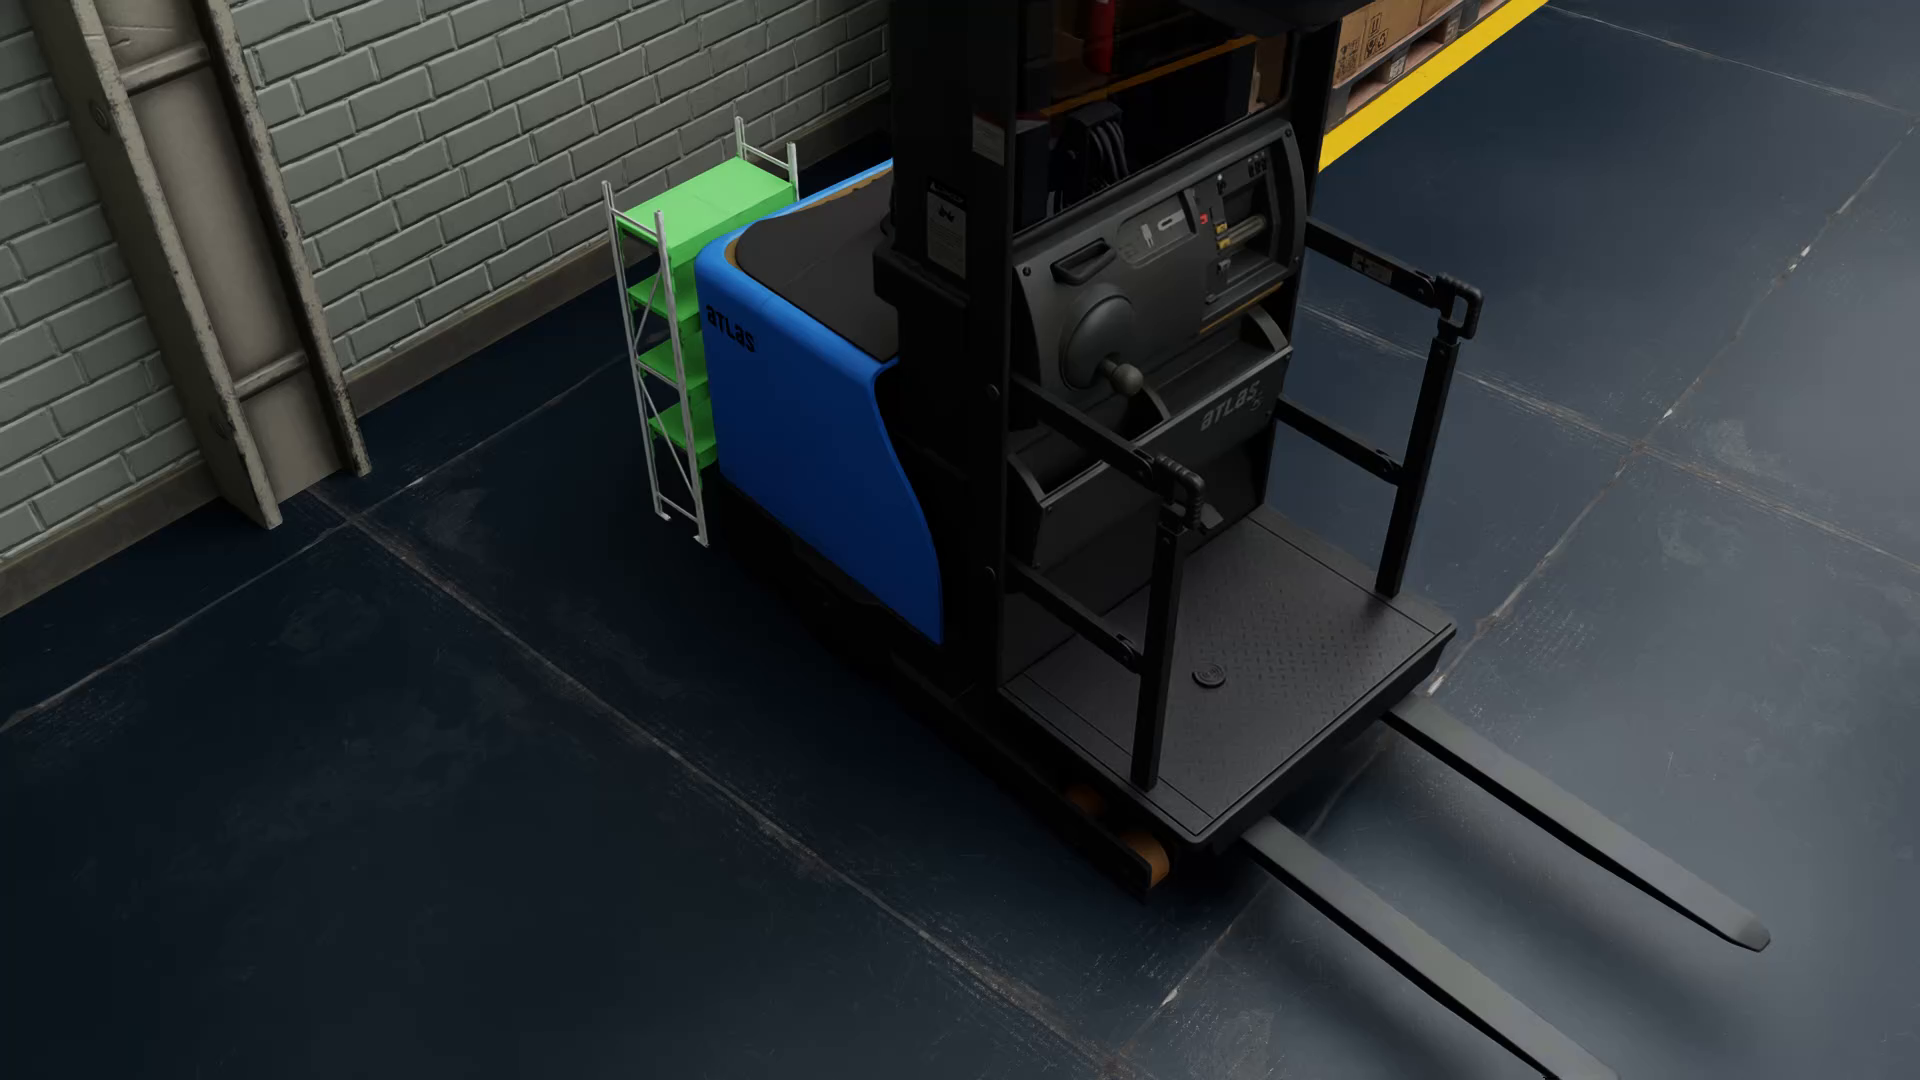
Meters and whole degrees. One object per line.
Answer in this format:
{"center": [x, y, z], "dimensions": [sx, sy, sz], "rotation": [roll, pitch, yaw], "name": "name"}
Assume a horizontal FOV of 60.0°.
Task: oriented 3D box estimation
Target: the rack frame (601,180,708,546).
{"center": [-0.886, -0.482, 4.888], "dimensions": [0.240, 1.200, 0.015], "rotation": [31, 51, 30], "name": "rack frame"}

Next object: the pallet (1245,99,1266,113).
{"center": [0.799, -1.724, 6.989], "dimensions": [1.003, 0.211, 1.213], "rotation": [29, 50, 28], "name": "pallet"}

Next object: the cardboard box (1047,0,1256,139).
{"center": [0.704, -1.811, 6.556], "dimensions": [0.797, 0.503, 0.637], "rotation": [28, 49, 27], "name": "cardboard box"}

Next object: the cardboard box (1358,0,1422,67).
{"center": [1.700, -2.462, 7.274], "dimensions": [0.500, 0.500, 0.500], "rotation": [30, 50, 29], "name": "cardboard box"}

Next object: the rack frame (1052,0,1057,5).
{"center": [0.237, -2.306, 5.556], "dimensions": [1.000, 3.000, 0.127], "rotation": [29, 50, 28], "name": "rack frame"}

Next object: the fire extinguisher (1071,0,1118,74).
{"center": [0.496, -1.863, 5.404], "dimensions": [0.296, 0.674, 0.183], "rotation": [29, 50, 28], "name": "fire extinguisher"}

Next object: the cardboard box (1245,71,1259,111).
{"center": [1.007, -1.882, 6.897], "dimensions": [0.380, 0.149, 0.250], "rotation": [28, 49, 27], "name": "cardboard box"}

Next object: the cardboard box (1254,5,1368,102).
{"center": [1.283, -2.234, 7.023], "dimensions": [0.700, 0.500, 0.500], "rotation": [32, 51, 30], "name": "cardboard box"}

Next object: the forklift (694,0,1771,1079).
{"center": [0.627, -0.581, 3.710], "dimensions": [1.130, 2.935, 3.031], "rotation": [-32, 51, -30], "name": "forklift"}

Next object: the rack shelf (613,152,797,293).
{"center": [-0.722, -0.912, 4.742], "dimensions": [0.258, 0.148, 0.480], "rotation": [31, 51, 30], "name": "rack shelf"}

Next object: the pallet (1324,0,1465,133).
{"center": [1.584, -2.349, 7.677], "dimensions": [1.003, 0.211, 1.213], "rotation": [29, 50, 28], "name": "pallet"}

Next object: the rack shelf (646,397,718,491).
{"center": [-0.722, -0.379, 5.227], "dimensions": [0.258, 0.148, 0.480], "rotation": [31, 51, 30], "name": "rack shelf"}

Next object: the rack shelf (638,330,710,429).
{"center": [-0.722, -0.557, 5.065], "dimensions": [0.258, 0.148, 0.480], "rotation": [31, 51, 30], "name": "rack shelf"}

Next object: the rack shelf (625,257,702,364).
{"center": [-0.722, -0.734, 4.904], "dimensions": [0.258, 0.148, 0.480], "rotation": [31, 51, 30], "name": "rack shelf"}

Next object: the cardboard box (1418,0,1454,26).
{"center": [1.952, -2.768, 7.611], "dimensions": [0.700, 0.500, 0.500], "rotation": [28, 49, 27], "name": "cardboard box"}

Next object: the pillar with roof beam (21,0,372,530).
{"center": [1.107, -1.663, 0.390], "dimensions": [9.100, 9.000, 0.400], "rotation": [29, 50, 28], "name": "pillar with roof beam"}

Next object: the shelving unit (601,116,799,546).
{"center": [-0.722, -0.604, 5.022], "dimensions": [0.258, 1.200, 0.503], "rotation": [31, 51, 30], "name": "shelving unit"}

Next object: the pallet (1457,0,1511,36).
{"center": [2.369, -2.980, 8.371], "dimensions": [1.003, 0.211, 1.213], "rotation": [29, 50, 28], "name": "pallet"}

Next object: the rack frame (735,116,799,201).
{"center": [-0.559, -0.726, 5.156], "dimensions": [0.240, 1.200, 0.015], "rotation": [31, 51, 30], "name": "rack frame"}
